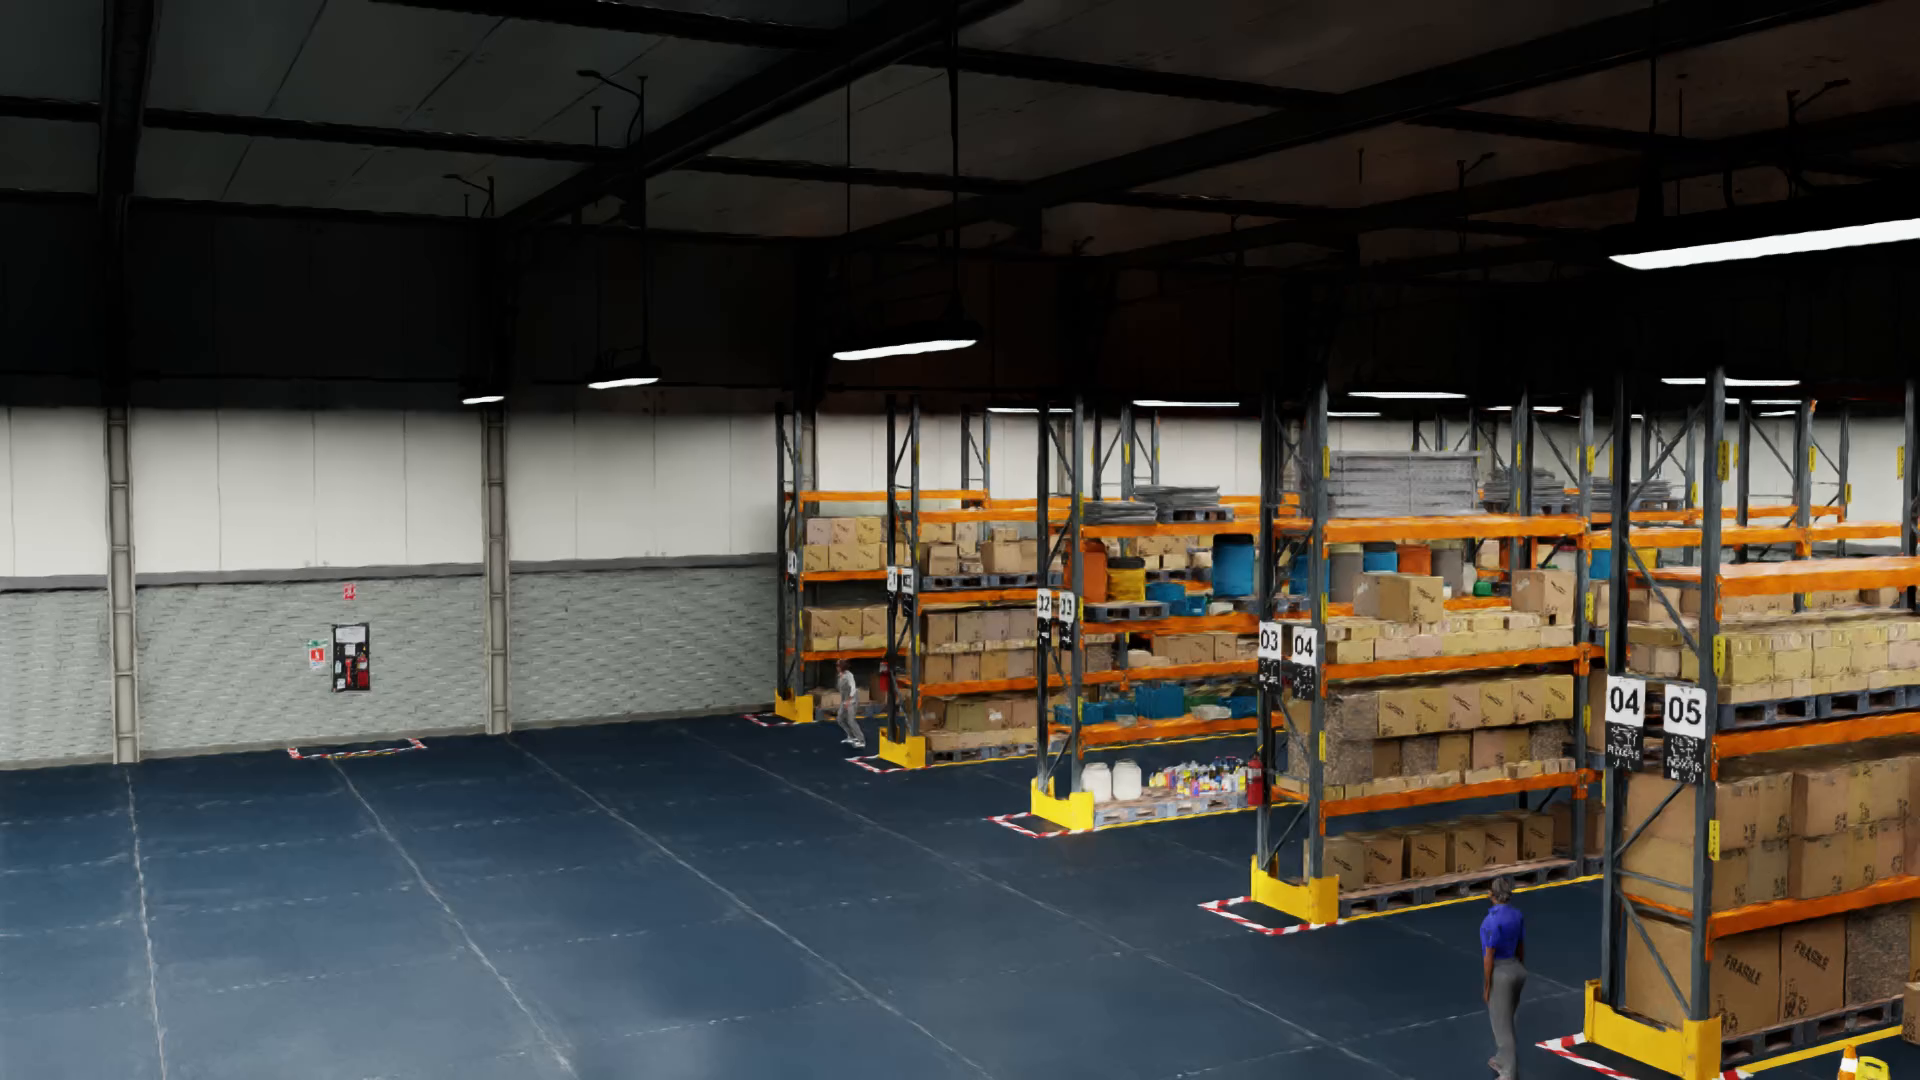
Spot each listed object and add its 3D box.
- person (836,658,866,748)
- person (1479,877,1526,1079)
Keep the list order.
[{"bbox_3d":[-1.895,2.786,28.547,0.519,1.541,0.566,-2,4,-29],"label":"person"},{"bbox_3d":[4.390,3.567,13.506,0.584,1.656,0.494,-3,4,-39],"label":"person"}]
